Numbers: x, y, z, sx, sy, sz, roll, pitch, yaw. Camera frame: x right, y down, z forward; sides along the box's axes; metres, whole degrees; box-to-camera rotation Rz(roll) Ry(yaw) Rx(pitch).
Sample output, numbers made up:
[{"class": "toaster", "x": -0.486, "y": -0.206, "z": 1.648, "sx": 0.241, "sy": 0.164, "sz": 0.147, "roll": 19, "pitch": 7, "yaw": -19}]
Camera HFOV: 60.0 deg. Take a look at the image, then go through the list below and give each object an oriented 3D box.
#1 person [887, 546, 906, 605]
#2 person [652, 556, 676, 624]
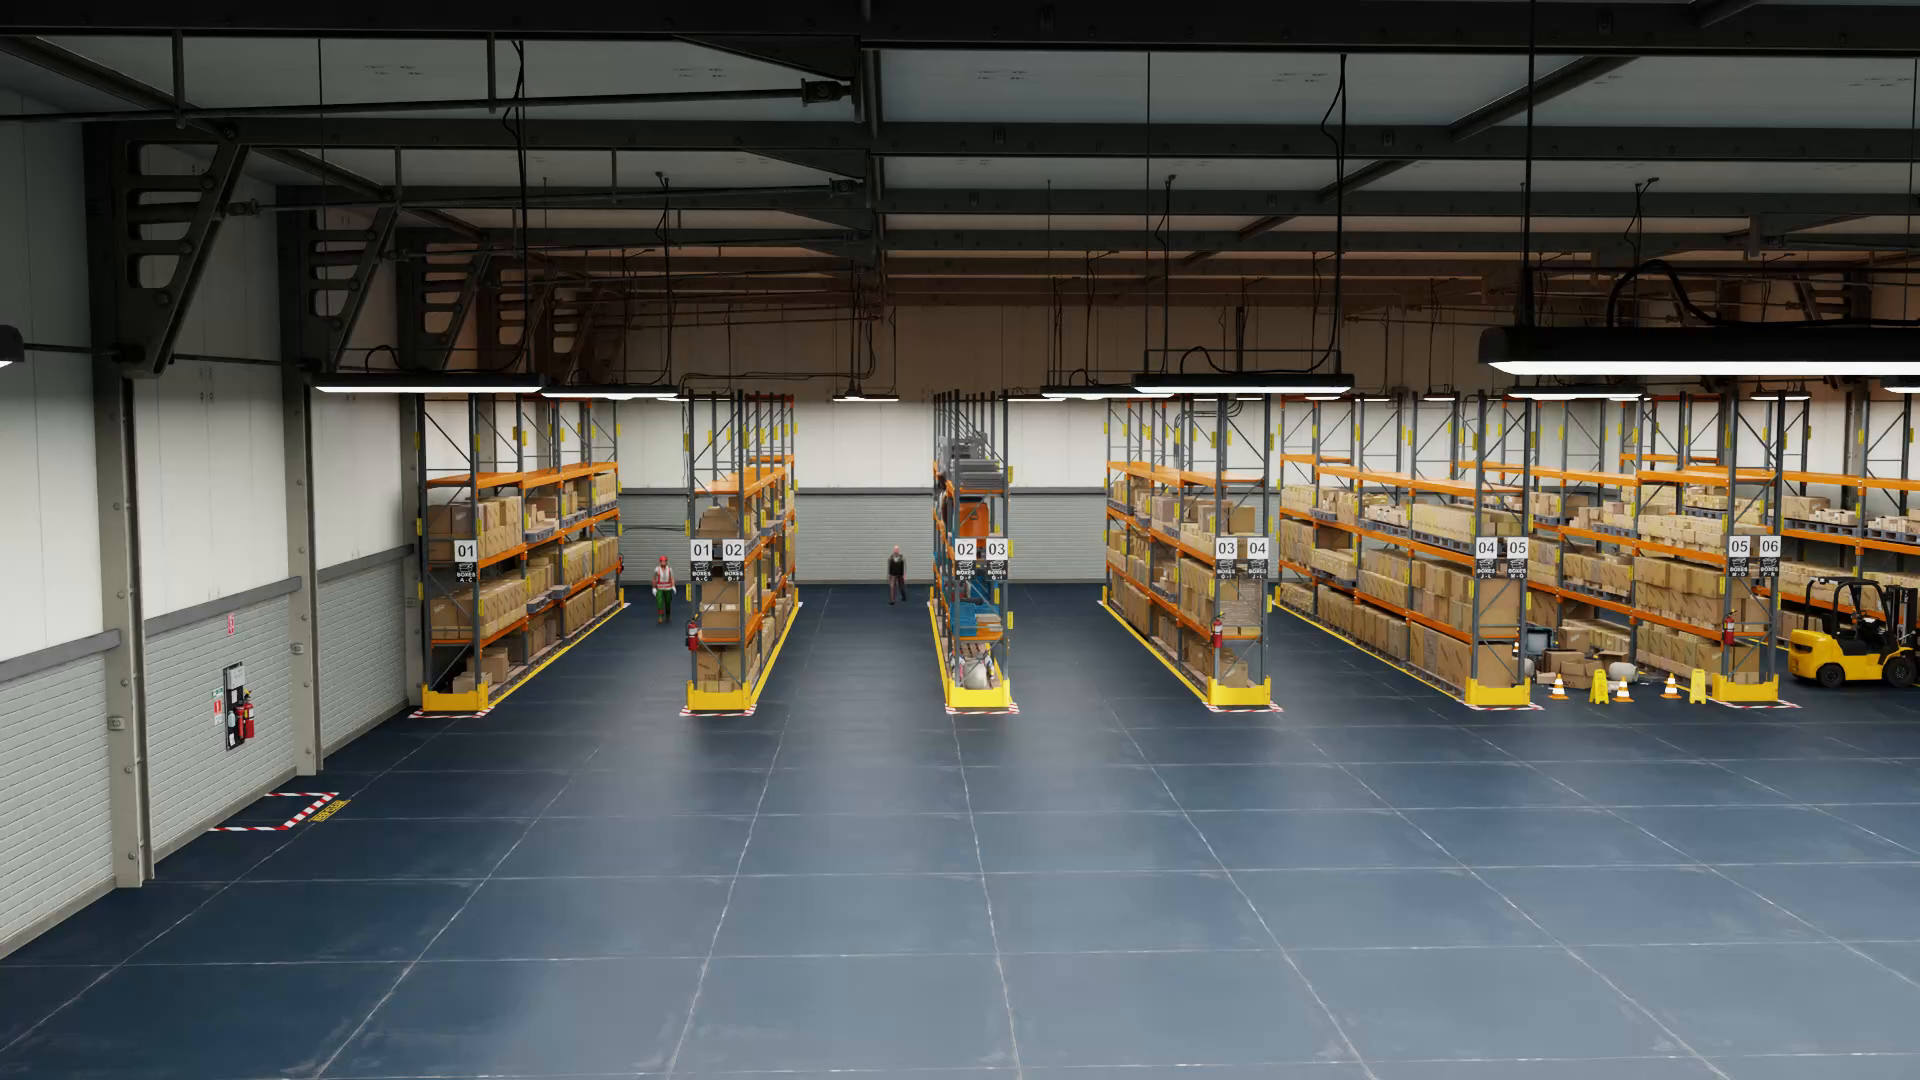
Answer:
[{"class": "person", "x": -1.815, "y": 1.009, "z": 47.567, "sx": 0.586, "sy": 1.676, "sz": 0.979, "roll": 1, "pitch": 5, "yaw": 10}, {"class": "person", "x": -7.740, "y": 1.290, "z": 43.472, "sx": 0.633, "sy": 1.737, "sz": 1.051, "roll": 0, "pitch": 5, "yaw": -4}]
